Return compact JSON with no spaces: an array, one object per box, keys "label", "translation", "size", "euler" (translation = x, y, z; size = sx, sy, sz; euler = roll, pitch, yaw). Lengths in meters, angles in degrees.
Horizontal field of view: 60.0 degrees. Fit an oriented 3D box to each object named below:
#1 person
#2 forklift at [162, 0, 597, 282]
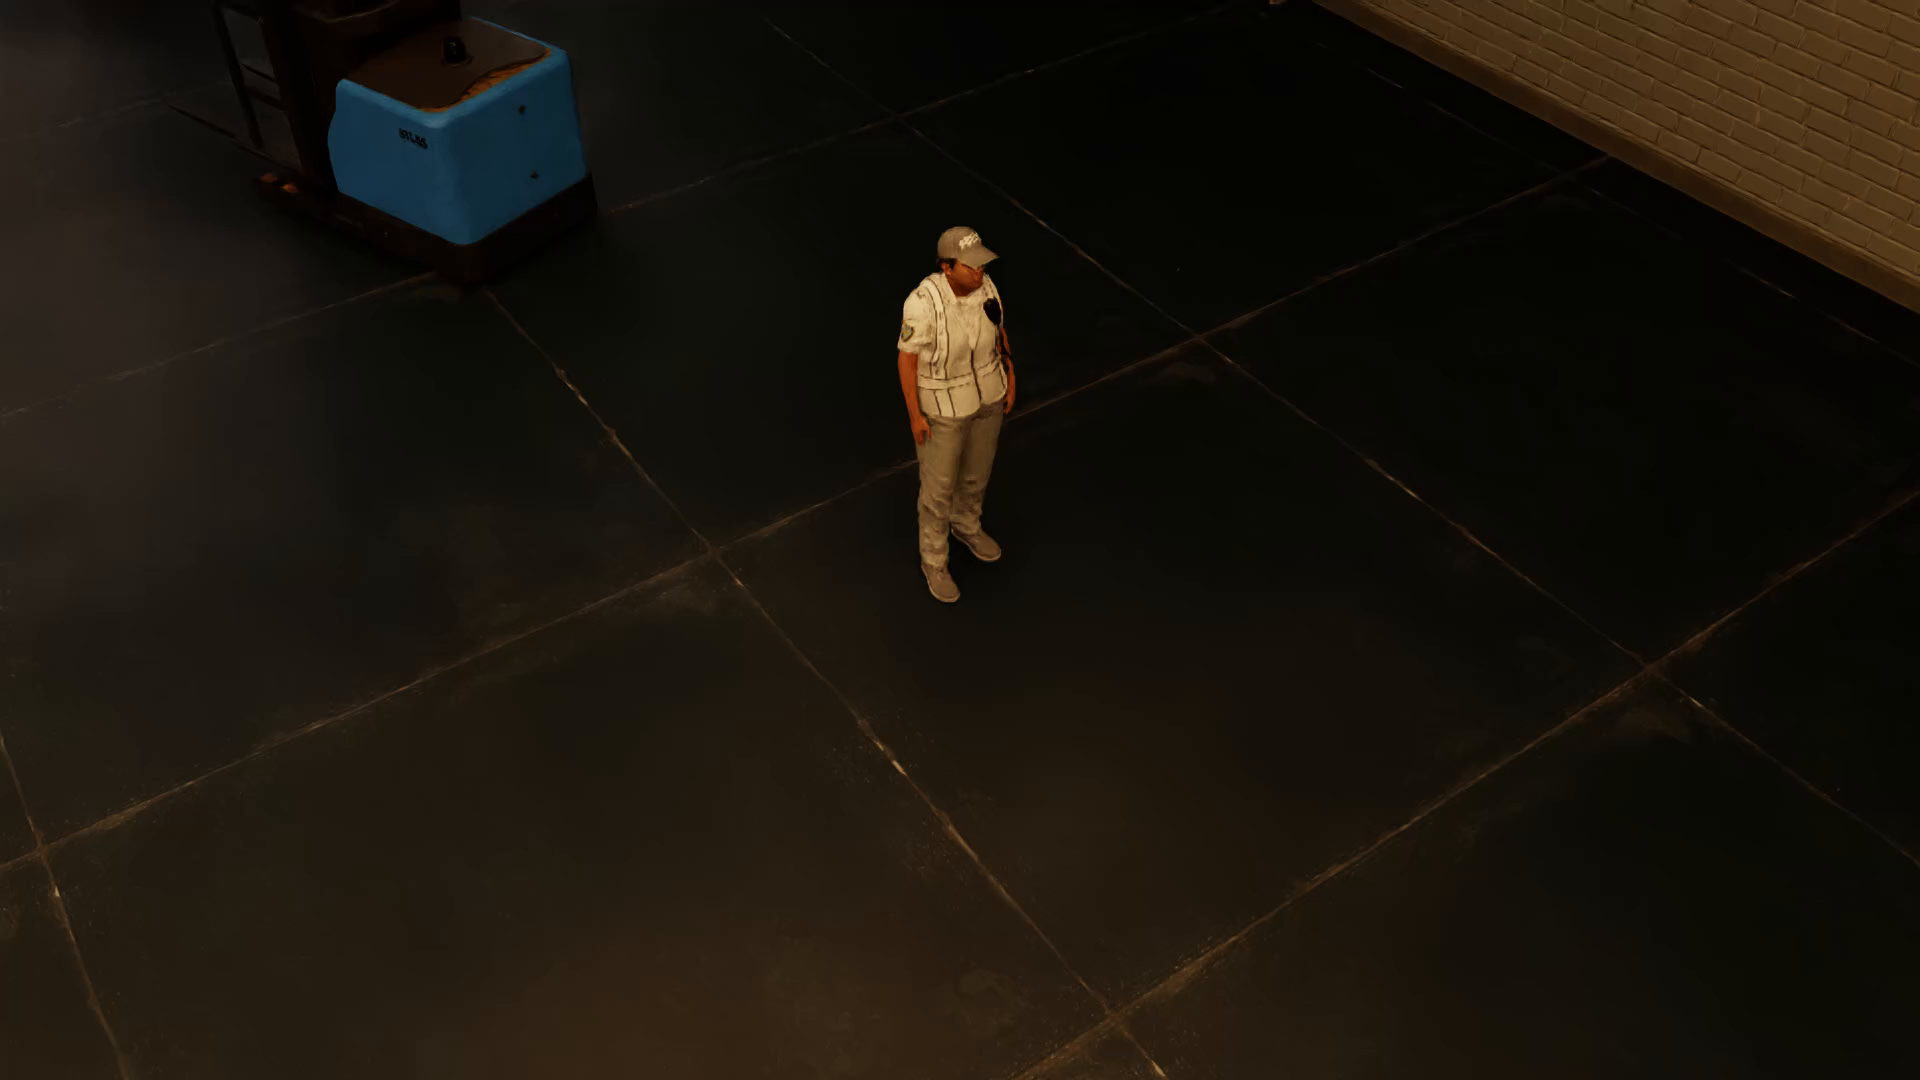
[{"label":"person","translation":[0.025,-0.567,7.253],"size":[0.598,1.669,0.529],"euler":[-25,48,-25]},{"label":"forklift","translation":[-3.665,-3.324,9.323],"size":[3.031,2.935,1.130],"euler":[25,48,25]}]
